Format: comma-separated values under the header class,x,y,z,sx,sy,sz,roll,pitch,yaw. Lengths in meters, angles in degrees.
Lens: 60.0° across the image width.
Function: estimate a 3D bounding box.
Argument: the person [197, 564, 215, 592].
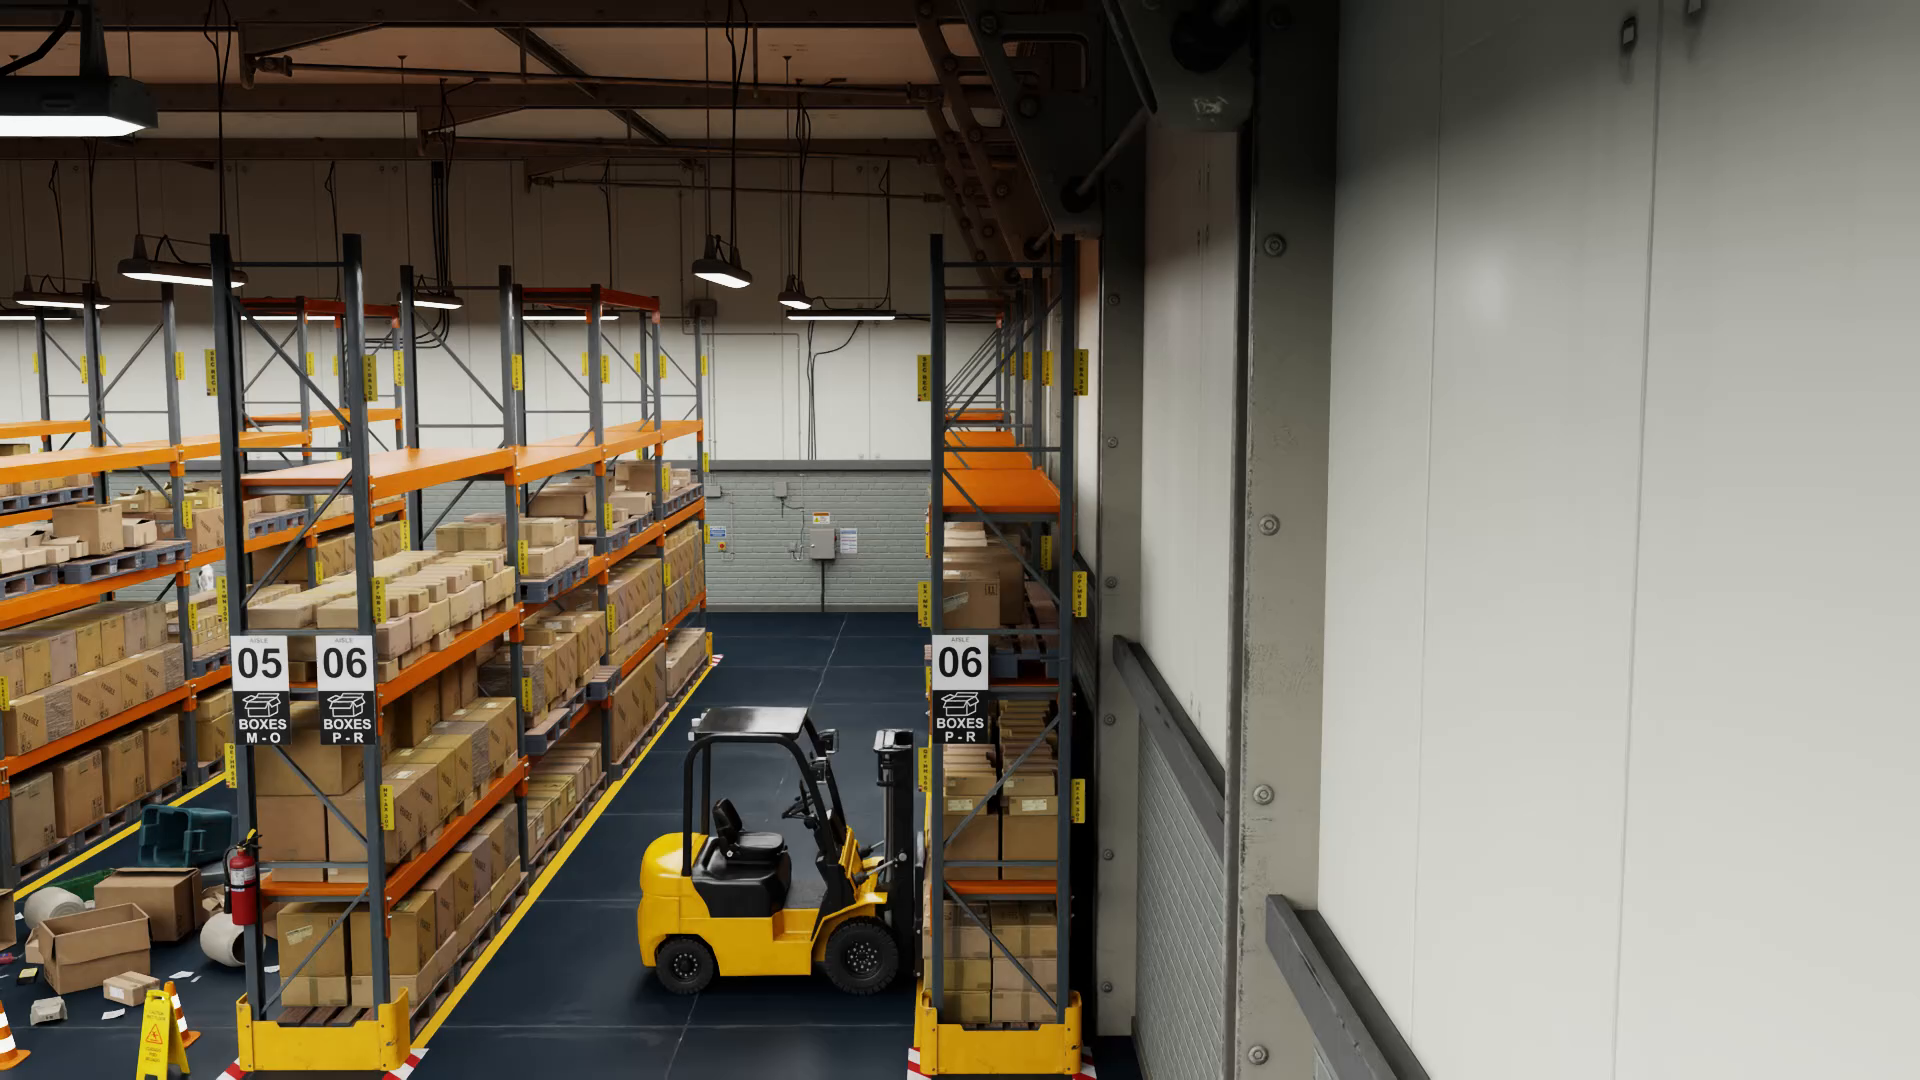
class,x,y,z,sx,sy,sz,roll,pitch,yaw
person,-13.572,1.026,30.050,0.870,1.645,0.496,-3,7,-25
